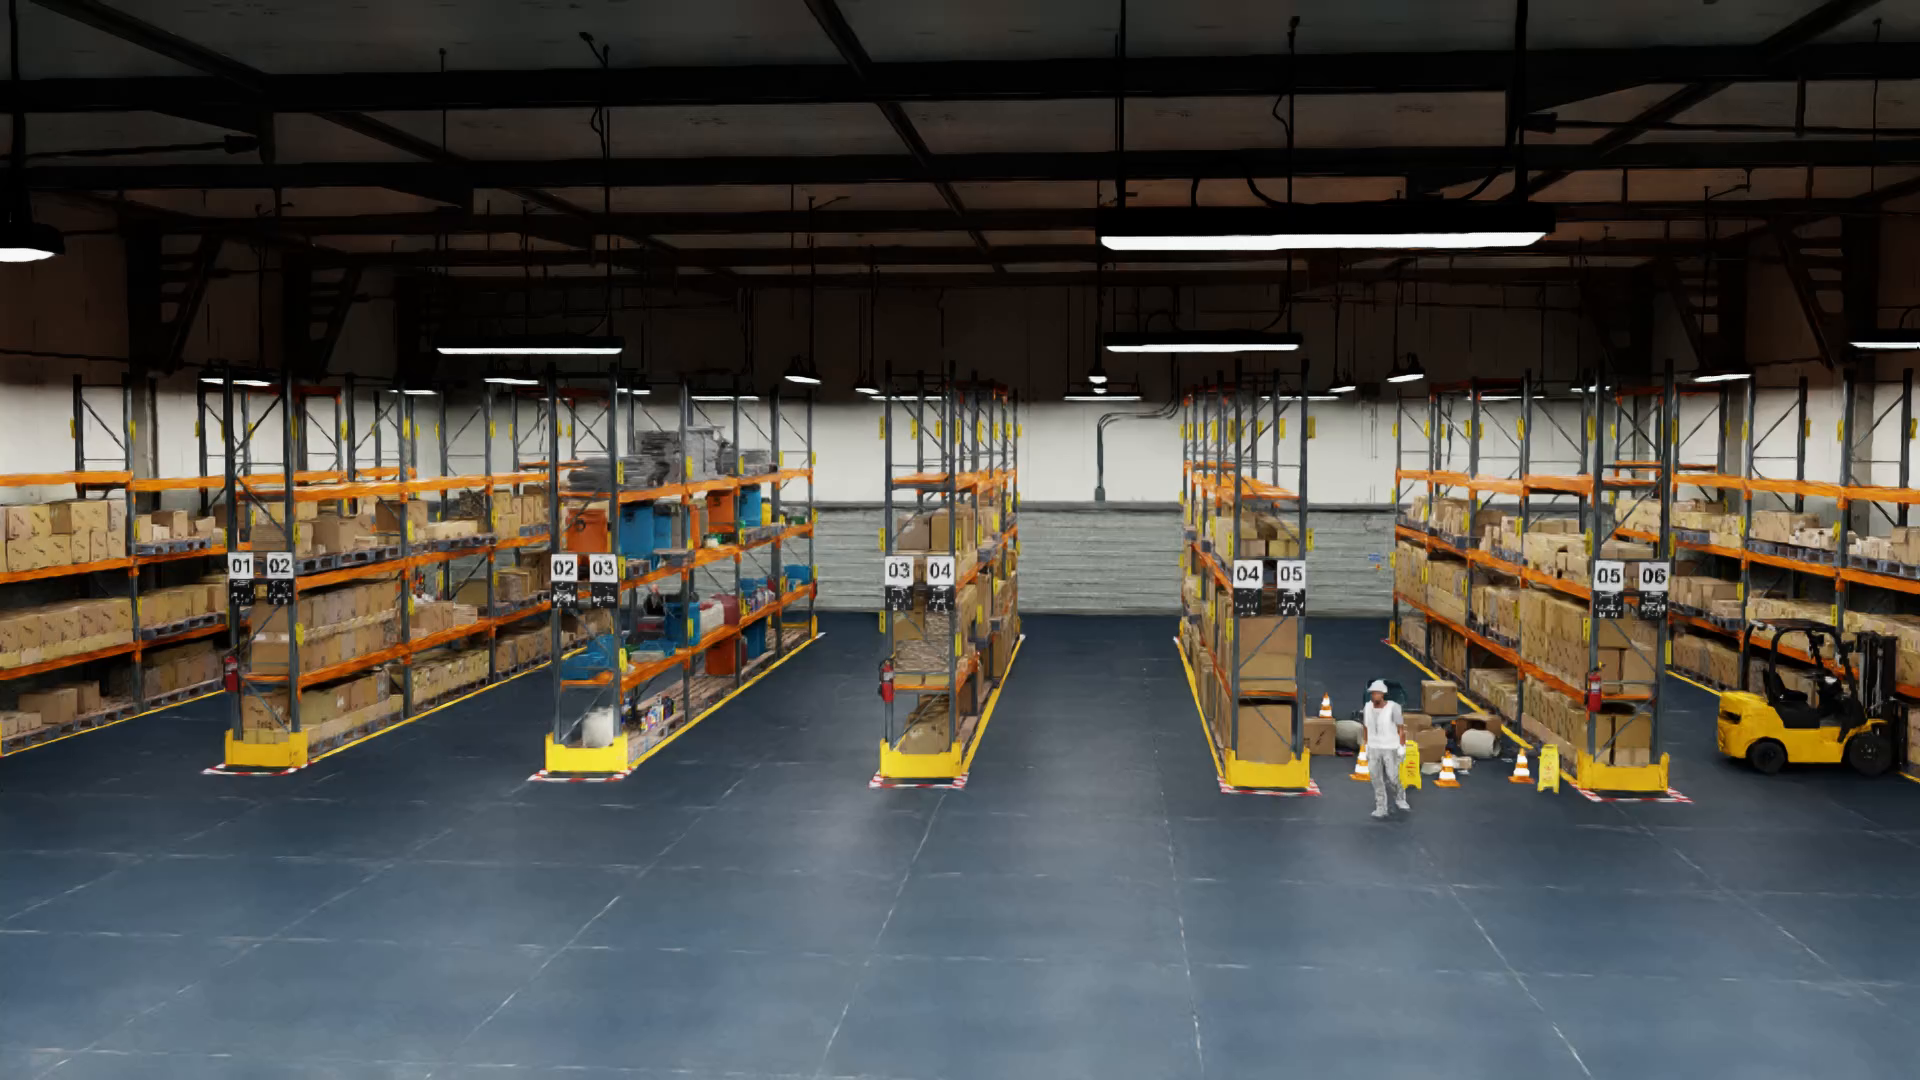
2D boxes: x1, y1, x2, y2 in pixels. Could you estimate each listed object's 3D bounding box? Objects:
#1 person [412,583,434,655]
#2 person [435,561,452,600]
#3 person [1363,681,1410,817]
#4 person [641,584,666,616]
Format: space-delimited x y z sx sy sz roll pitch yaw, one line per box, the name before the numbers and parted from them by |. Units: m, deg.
person | -11.726 1.768 36.243 0.682 1.715 0.542 0 4 3
person | -13.524 1.331 43.245 0.438 1.669 0.645 4 5 44
person | 5.539 2.698 21.626 0.601 1.774 0.576 3 5 41
person | -6.646 1.778 36.439 0.677 1.674 0.534 0 4 3
